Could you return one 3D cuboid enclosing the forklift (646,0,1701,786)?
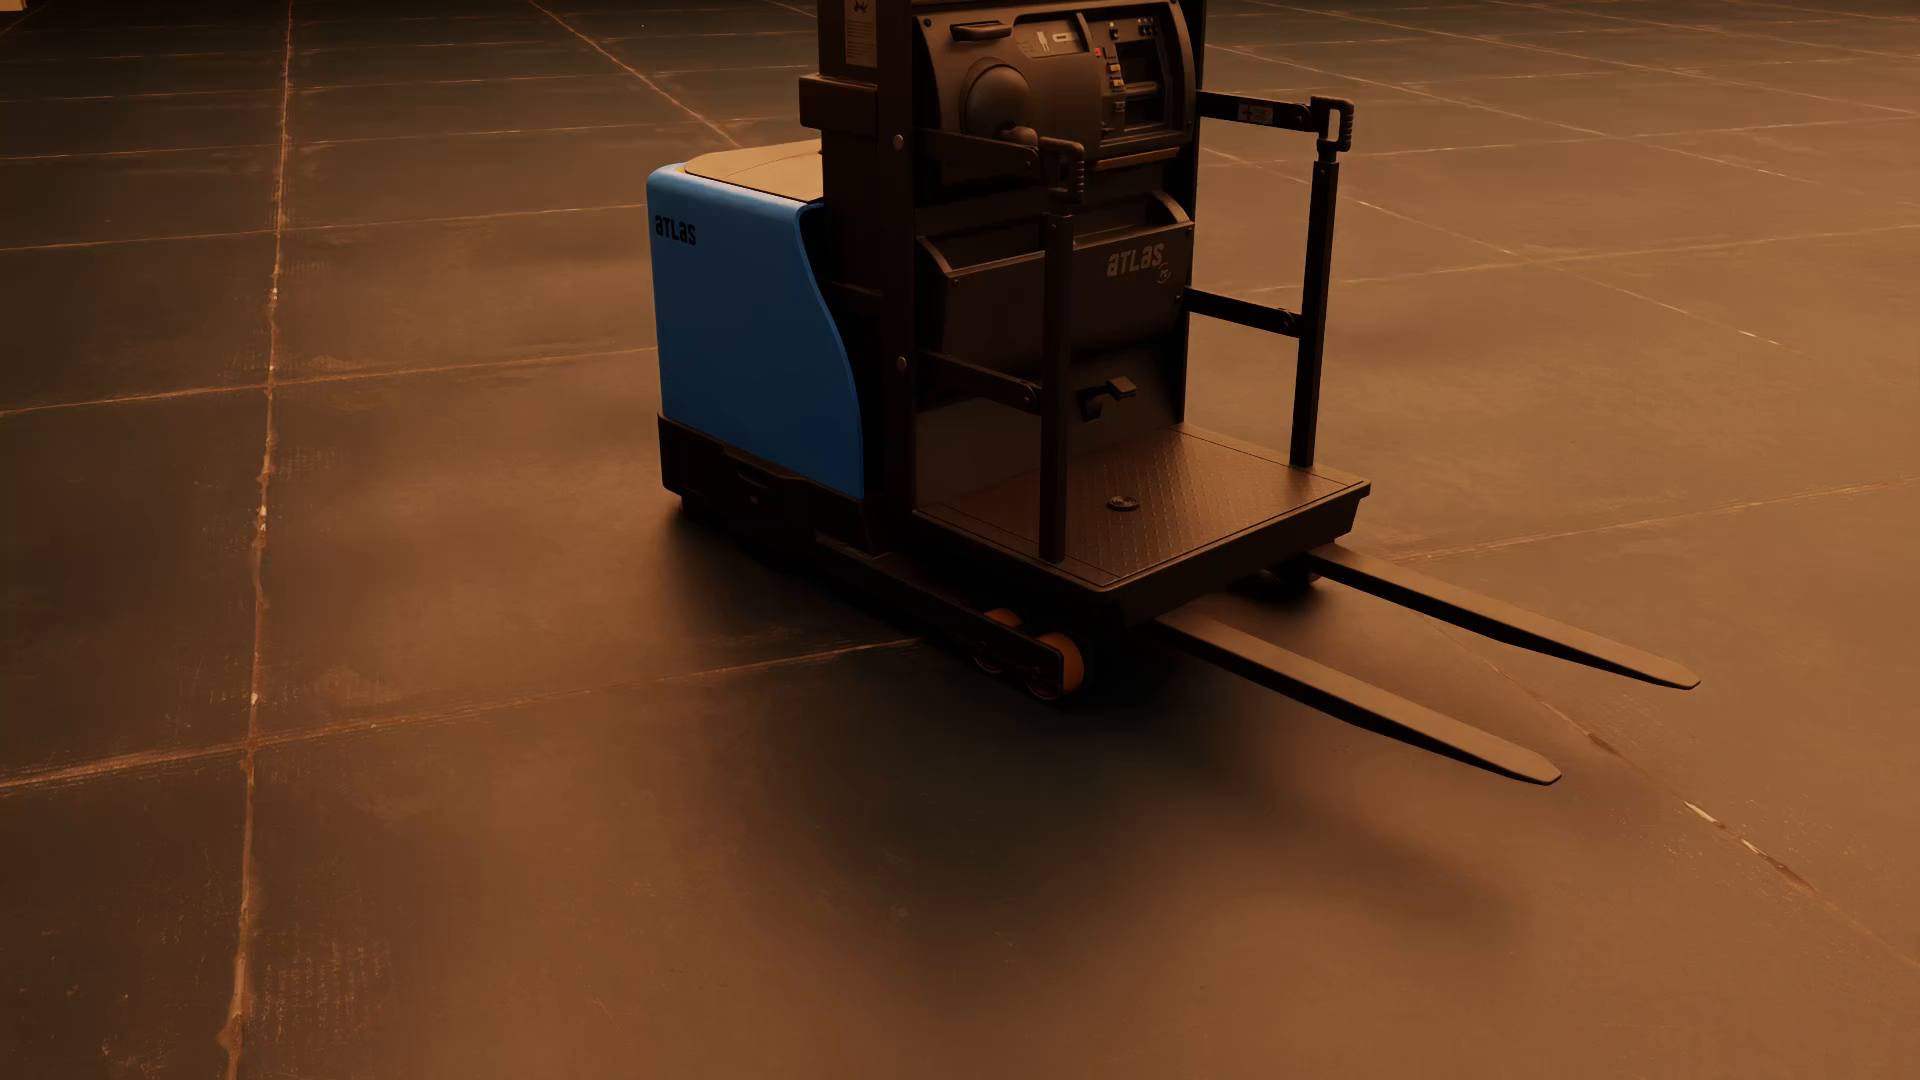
[{"bbox_3d":[0.409,-1.176,4.096,1.130,2.935,3.031,-19,30,-38],"label":"forklift"}]
